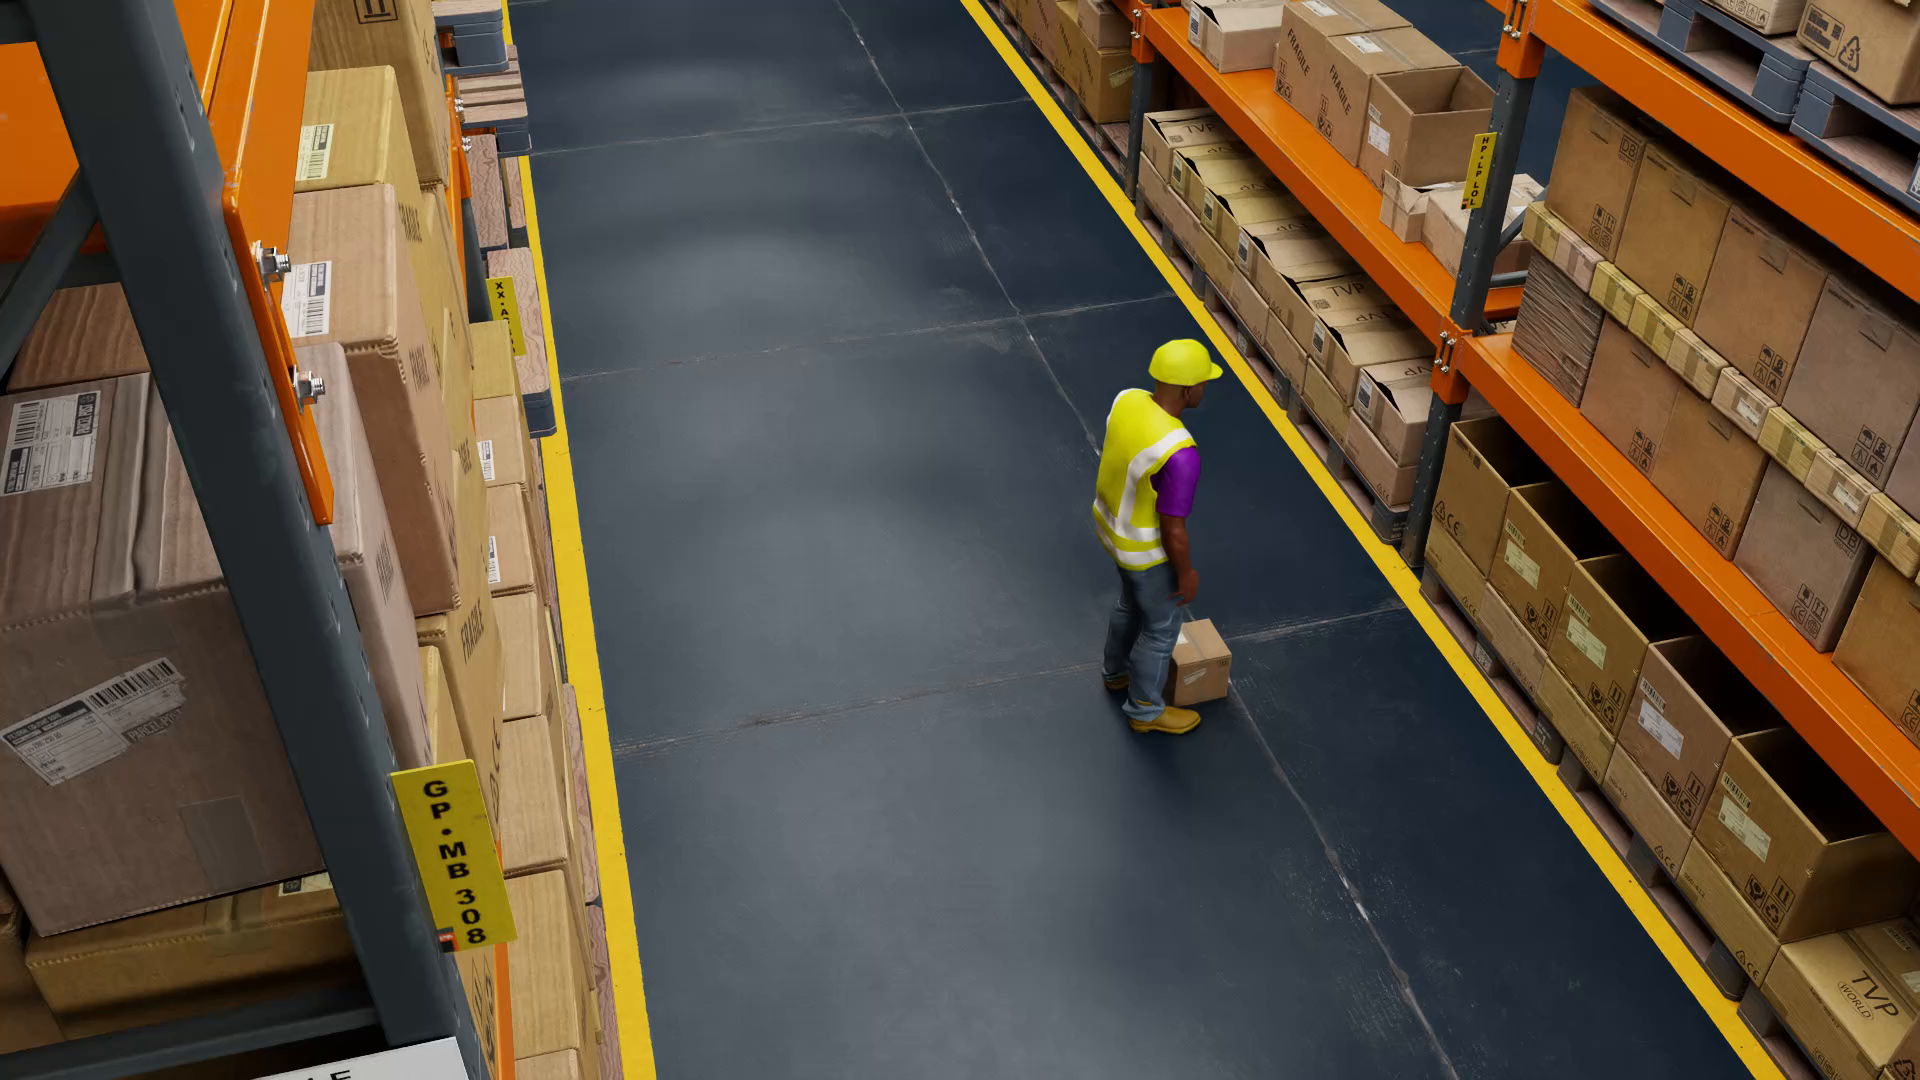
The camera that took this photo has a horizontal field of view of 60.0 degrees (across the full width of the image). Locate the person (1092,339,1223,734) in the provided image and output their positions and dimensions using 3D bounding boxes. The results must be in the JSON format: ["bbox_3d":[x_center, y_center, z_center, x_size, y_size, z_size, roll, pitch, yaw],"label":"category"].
[{"bbox_3d":[0.784,-0.020,6.727,0.461,1.759,0.632,-12,39,-15],"label":"person"}]
